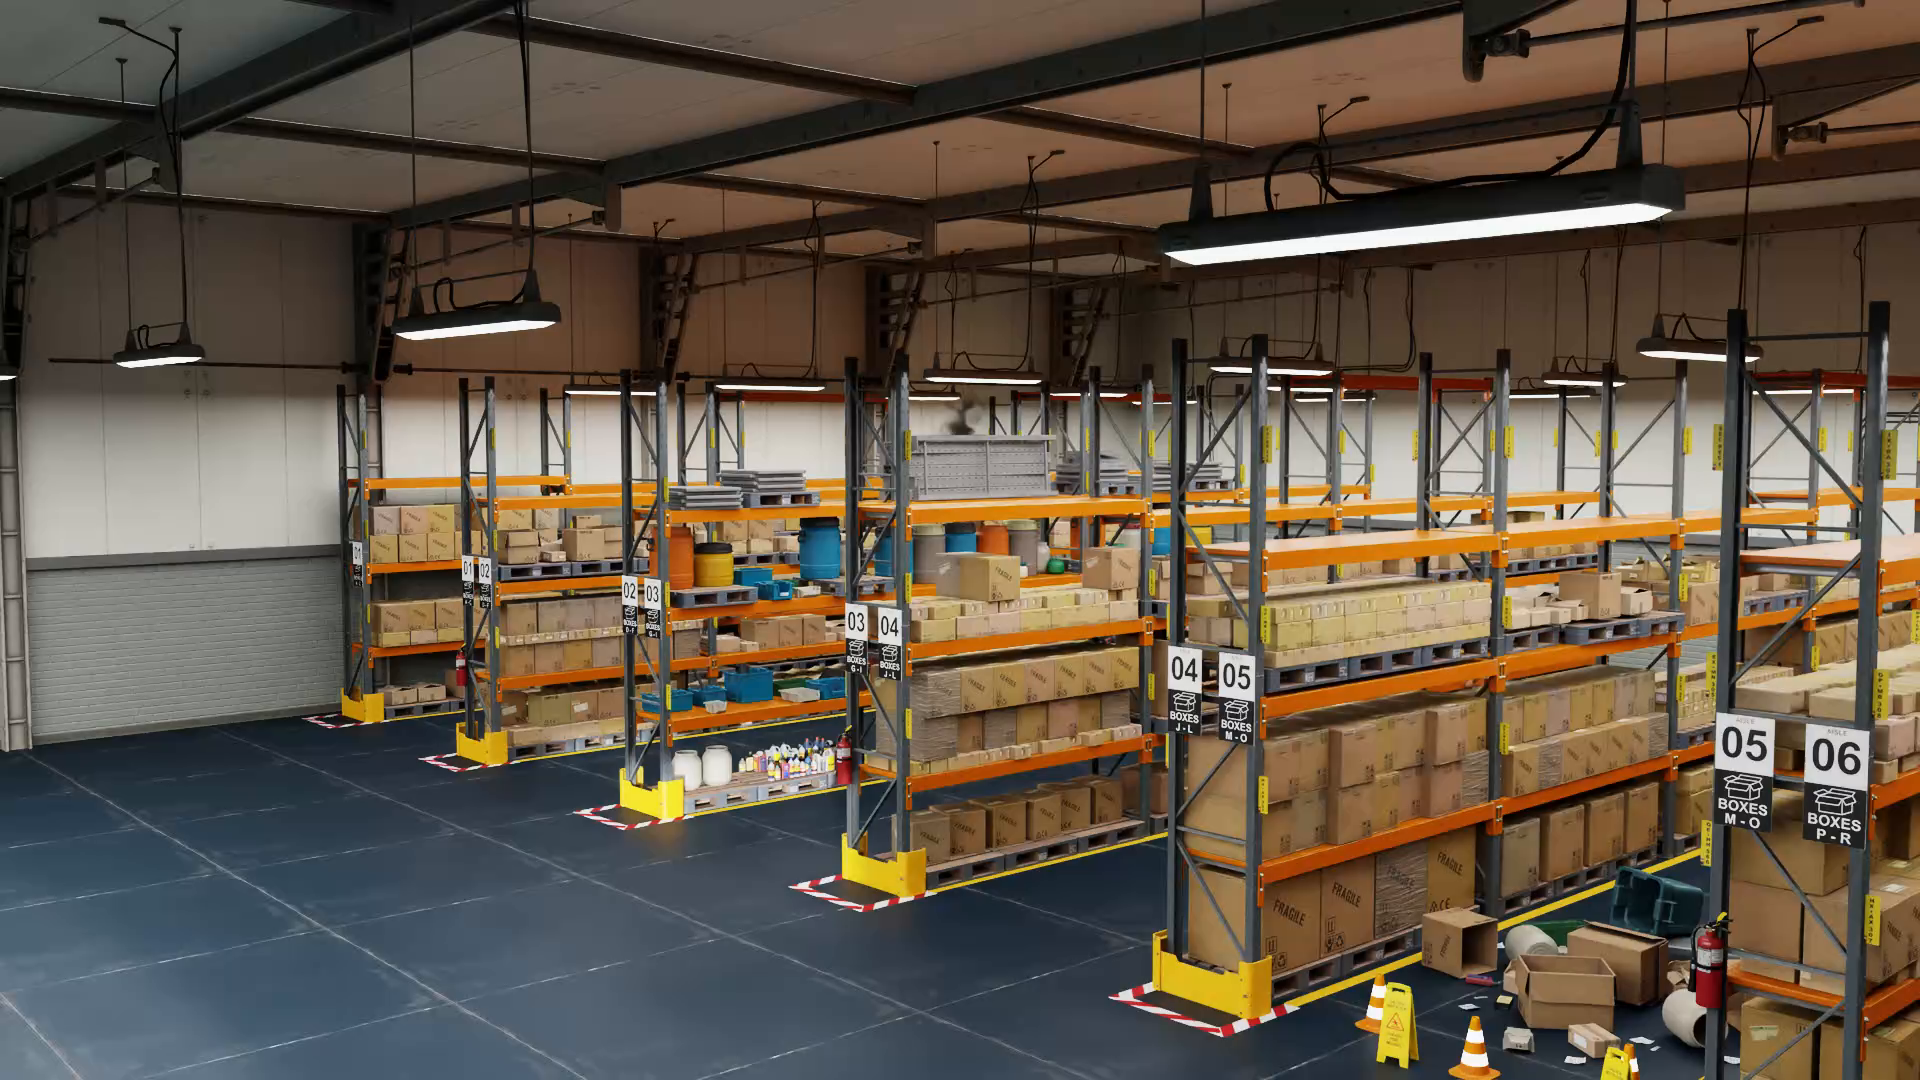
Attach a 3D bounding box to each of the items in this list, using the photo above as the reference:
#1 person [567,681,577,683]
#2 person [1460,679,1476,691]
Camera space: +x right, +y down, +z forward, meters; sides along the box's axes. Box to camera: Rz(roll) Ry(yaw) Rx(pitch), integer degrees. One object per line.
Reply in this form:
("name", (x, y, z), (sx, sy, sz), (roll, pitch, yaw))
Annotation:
("person", (-6.910, 2.356, 29.595), (0.572, 1.686, 0.934), (3, 5, 40))
("person", (7.468, 2.765, 24.282), (0.836, 1.656, 0.617), (-3, 5, -39))
